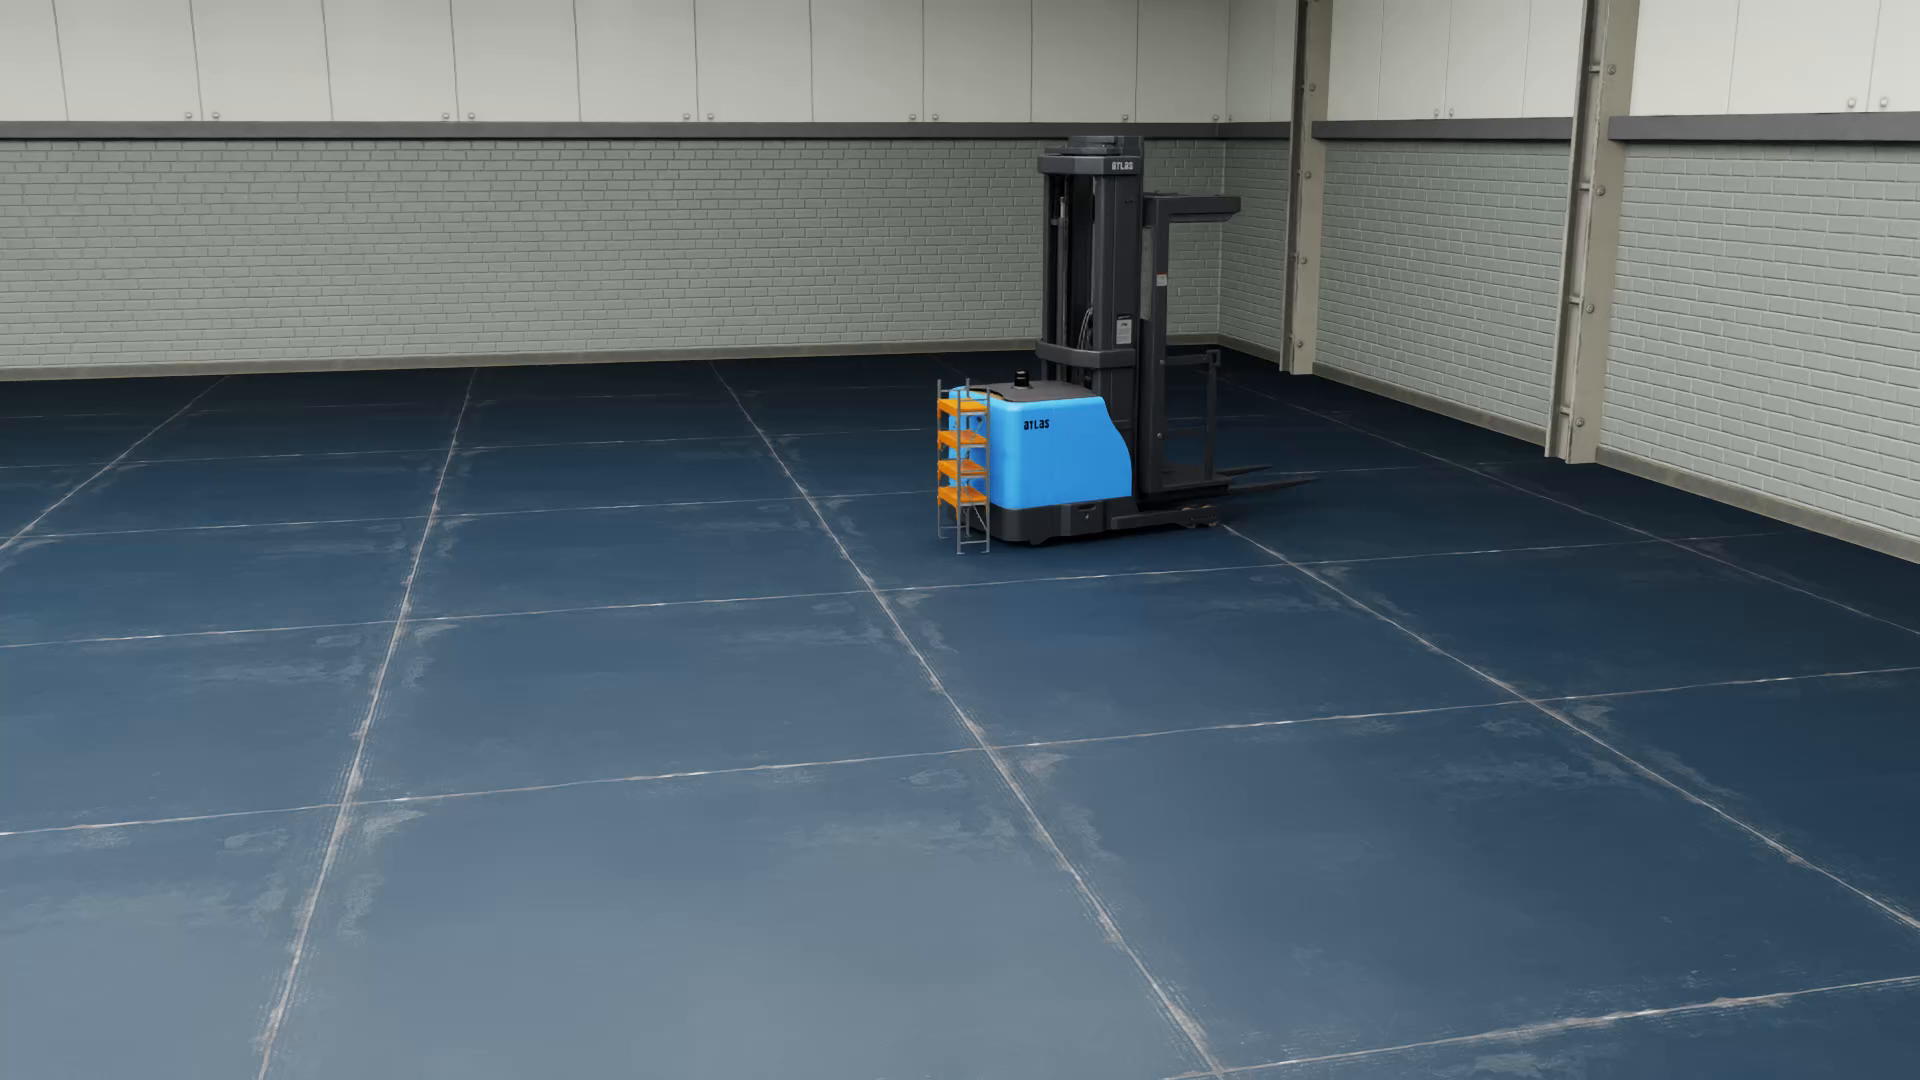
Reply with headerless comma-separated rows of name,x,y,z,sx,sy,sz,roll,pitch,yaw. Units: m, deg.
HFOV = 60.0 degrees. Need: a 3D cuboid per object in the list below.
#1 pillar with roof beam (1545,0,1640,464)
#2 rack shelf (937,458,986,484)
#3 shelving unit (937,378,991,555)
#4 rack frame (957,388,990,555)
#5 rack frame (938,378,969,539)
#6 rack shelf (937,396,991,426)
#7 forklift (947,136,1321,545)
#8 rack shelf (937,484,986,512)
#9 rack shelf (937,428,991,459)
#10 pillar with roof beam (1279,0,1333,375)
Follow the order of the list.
pillar with roof beam,1.515,-4.886,13.466,9.100,9.000,0.400,-3,14,-13
rack shelf,0.025,-0.477,12.135,0.258,0.148,0.480,-4,14,-17
shelving unit,0.025,-0.542,12.119,0.258,1.200,0.503,-4,14,-17
rack frame,0.097,-0.487,11.893,0.240,1.200,0.015,-4,14,-17
rack frame,-0.047,-0.598,12.346,0.240,1.200,0.015,-4,14,-17
rack shelf,0.025,-0.924,12.026,0.258,0.148,0.480,-4,14,-17
forklift,1.448,-1.610,12.841,3.031,2.935,1.130,-7,15,-27
rack shelf,0.025,-0.284,12.182,0.258,0.148,0.480,-4,14,-17
rack shelf,0.025,-0.694,12.082,0.258,0.148,0.480,-4,14,-17
pillar with roof beam,0.106,-6.270,19.132,9.100,9.000,0.400,-3,14,-13
